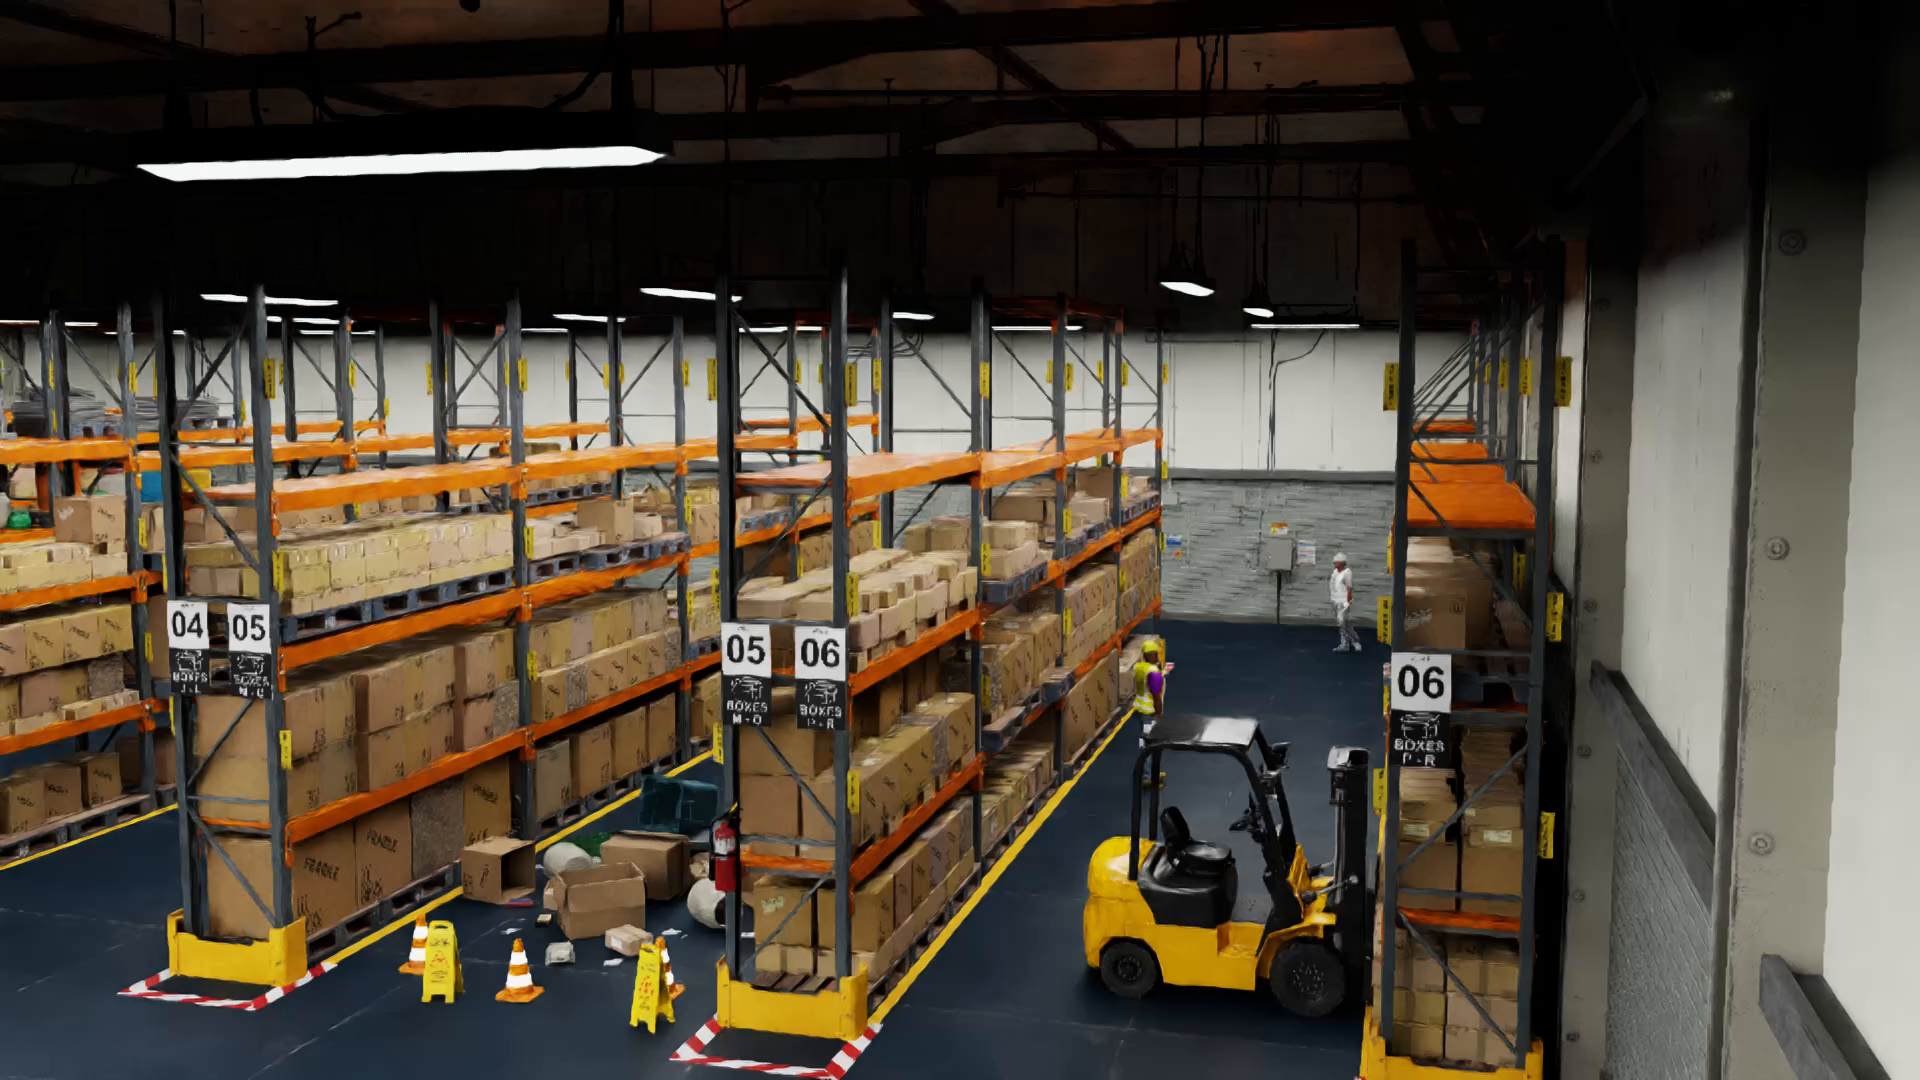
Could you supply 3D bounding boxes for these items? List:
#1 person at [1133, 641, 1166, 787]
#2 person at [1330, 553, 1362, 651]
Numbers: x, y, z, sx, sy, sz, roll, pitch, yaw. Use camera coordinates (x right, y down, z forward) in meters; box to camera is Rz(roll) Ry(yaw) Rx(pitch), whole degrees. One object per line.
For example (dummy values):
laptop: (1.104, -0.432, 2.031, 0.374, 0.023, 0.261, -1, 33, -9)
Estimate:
person: (2.372, 2.110, 20.446, 0.447, 1.771, 0.632, -2, 6, -16)
person: (6.910, 1.123, 29.784, 0.468, 1.775, 0.715, -2, 6, -17)
